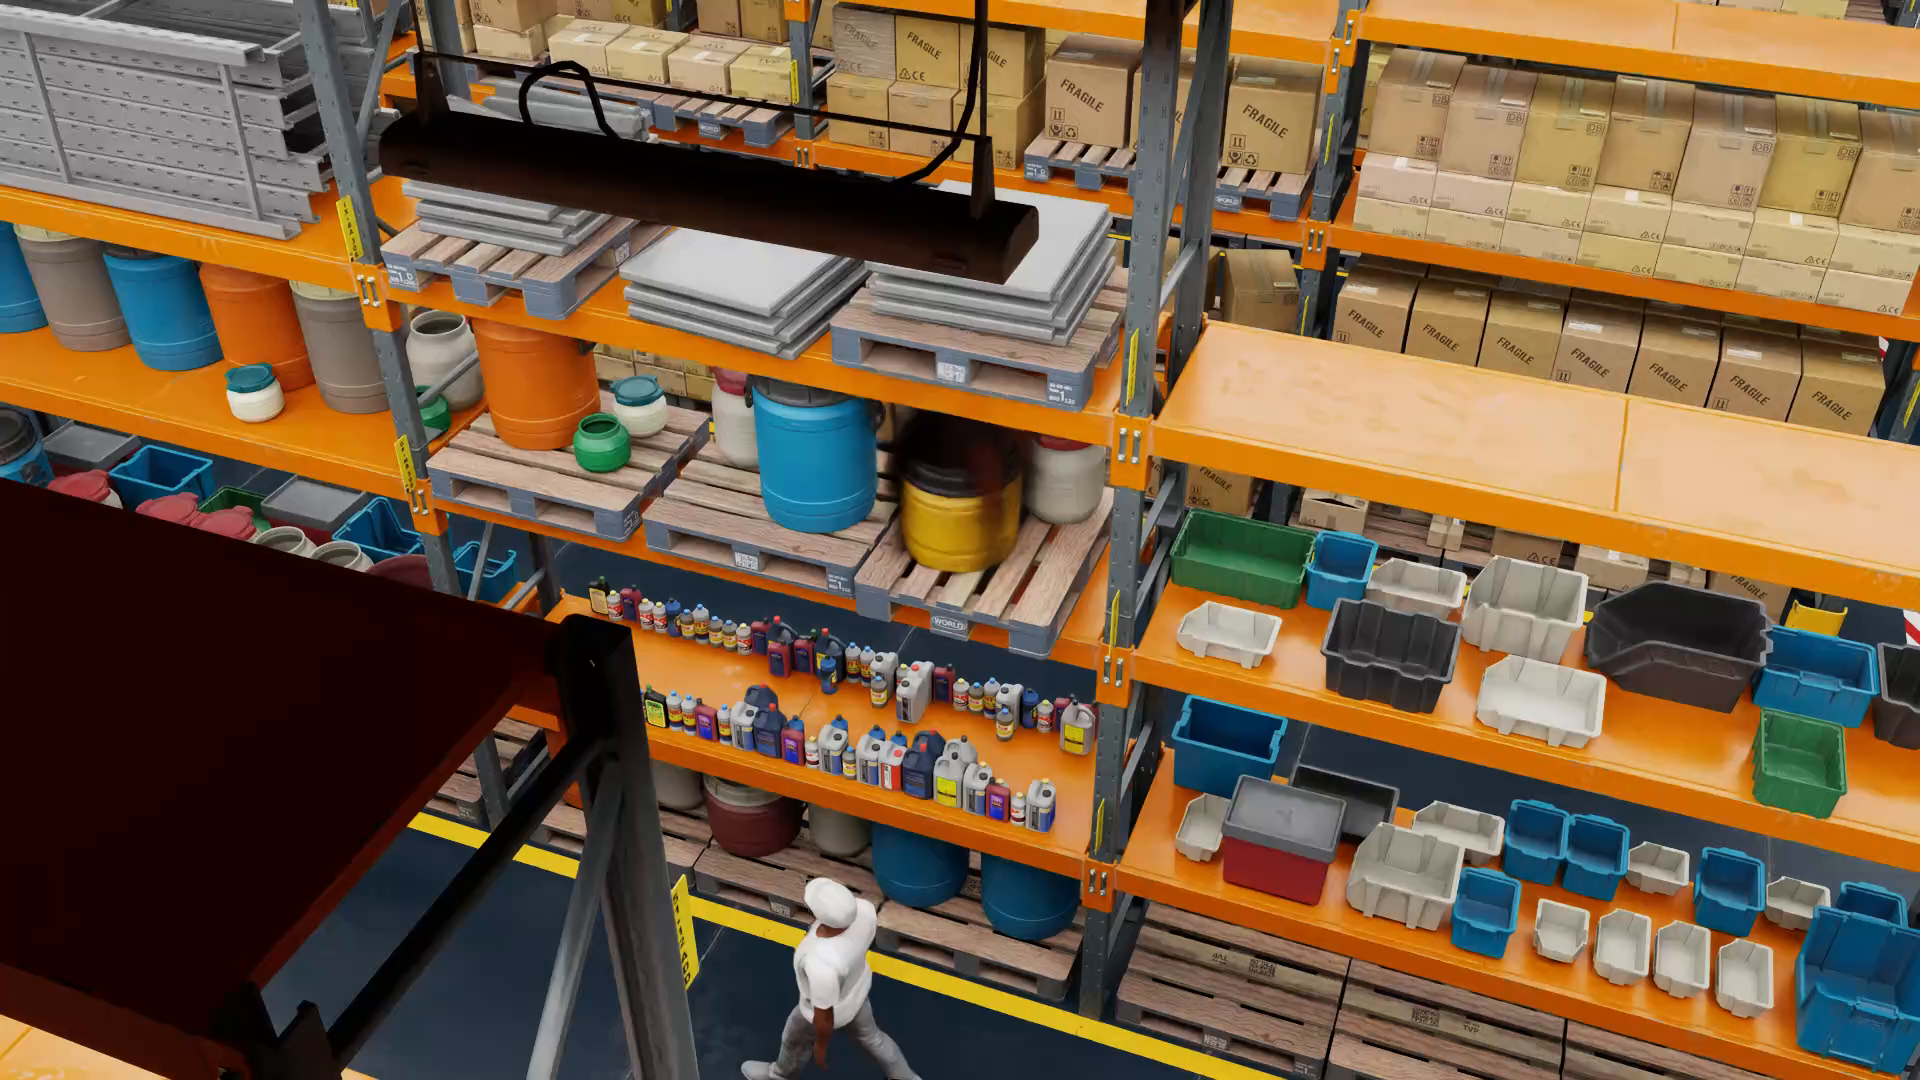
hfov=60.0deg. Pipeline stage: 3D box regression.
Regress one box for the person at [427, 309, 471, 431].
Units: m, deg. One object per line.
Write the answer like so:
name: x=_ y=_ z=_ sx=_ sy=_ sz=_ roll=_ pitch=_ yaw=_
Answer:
person: x=-4.120 y=-1.370 z=13.837 sx=0.524 sy=1.674 sz=1.059 roll=-20 pitch=41 yaw=-25

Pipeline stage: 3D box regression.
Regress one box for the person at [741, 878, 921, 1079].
person: x=-0.683 y=2.321 z=8.556 sx=1.019 sy=1.728 sz=0.654 roll=16 pitch=39 yaw=20
